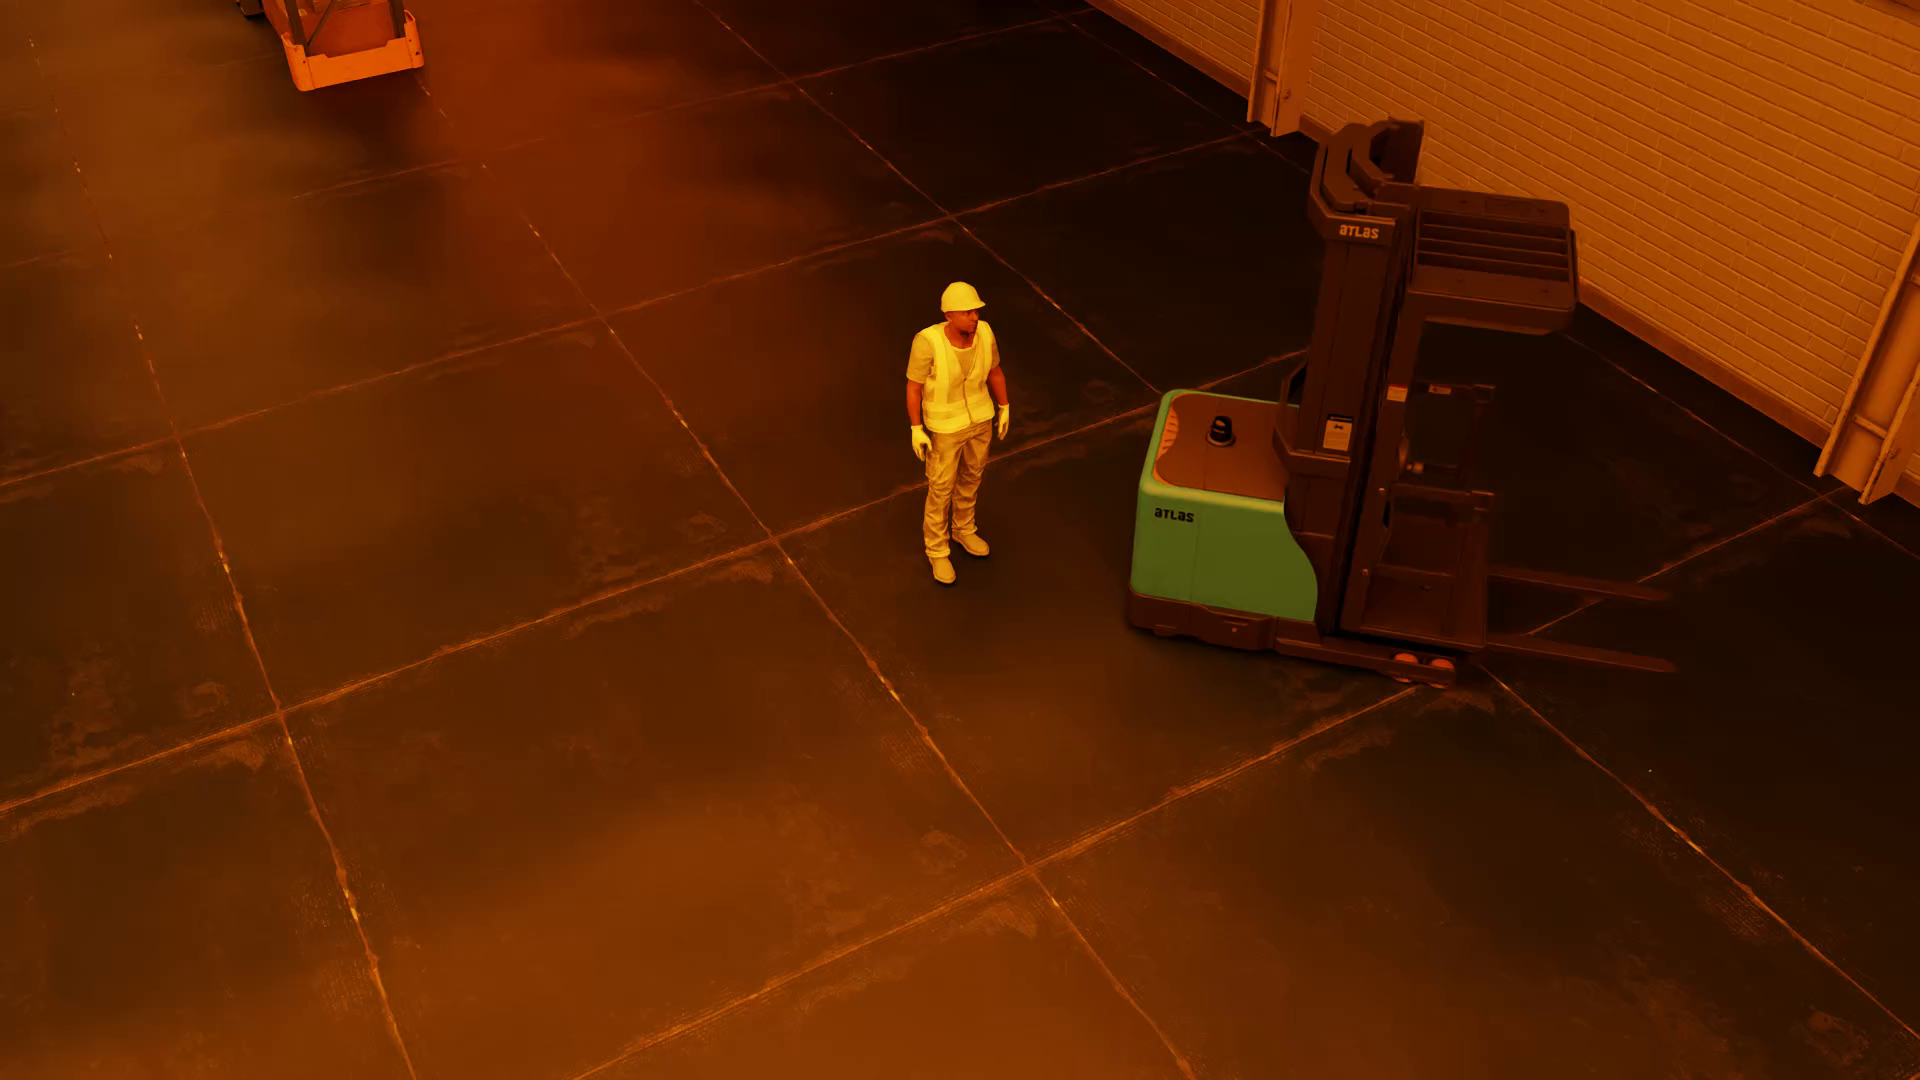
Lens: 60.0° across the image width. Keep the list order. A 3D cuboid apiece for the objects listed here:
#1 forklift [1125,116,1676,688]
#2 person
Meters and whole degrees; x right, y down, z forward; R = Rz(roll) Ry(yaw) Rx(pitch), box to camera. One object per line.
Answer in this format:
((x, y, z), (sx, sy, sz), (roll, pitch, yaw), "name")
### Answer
((2.537, -0.674, 8.849), (3.031, 2.935, 1.130), (9, 41, 11), "forklift")
((0.029, -0.650, 9.707), (0.656, 1.781, 0.577), (-20, 44, -23), "person")
